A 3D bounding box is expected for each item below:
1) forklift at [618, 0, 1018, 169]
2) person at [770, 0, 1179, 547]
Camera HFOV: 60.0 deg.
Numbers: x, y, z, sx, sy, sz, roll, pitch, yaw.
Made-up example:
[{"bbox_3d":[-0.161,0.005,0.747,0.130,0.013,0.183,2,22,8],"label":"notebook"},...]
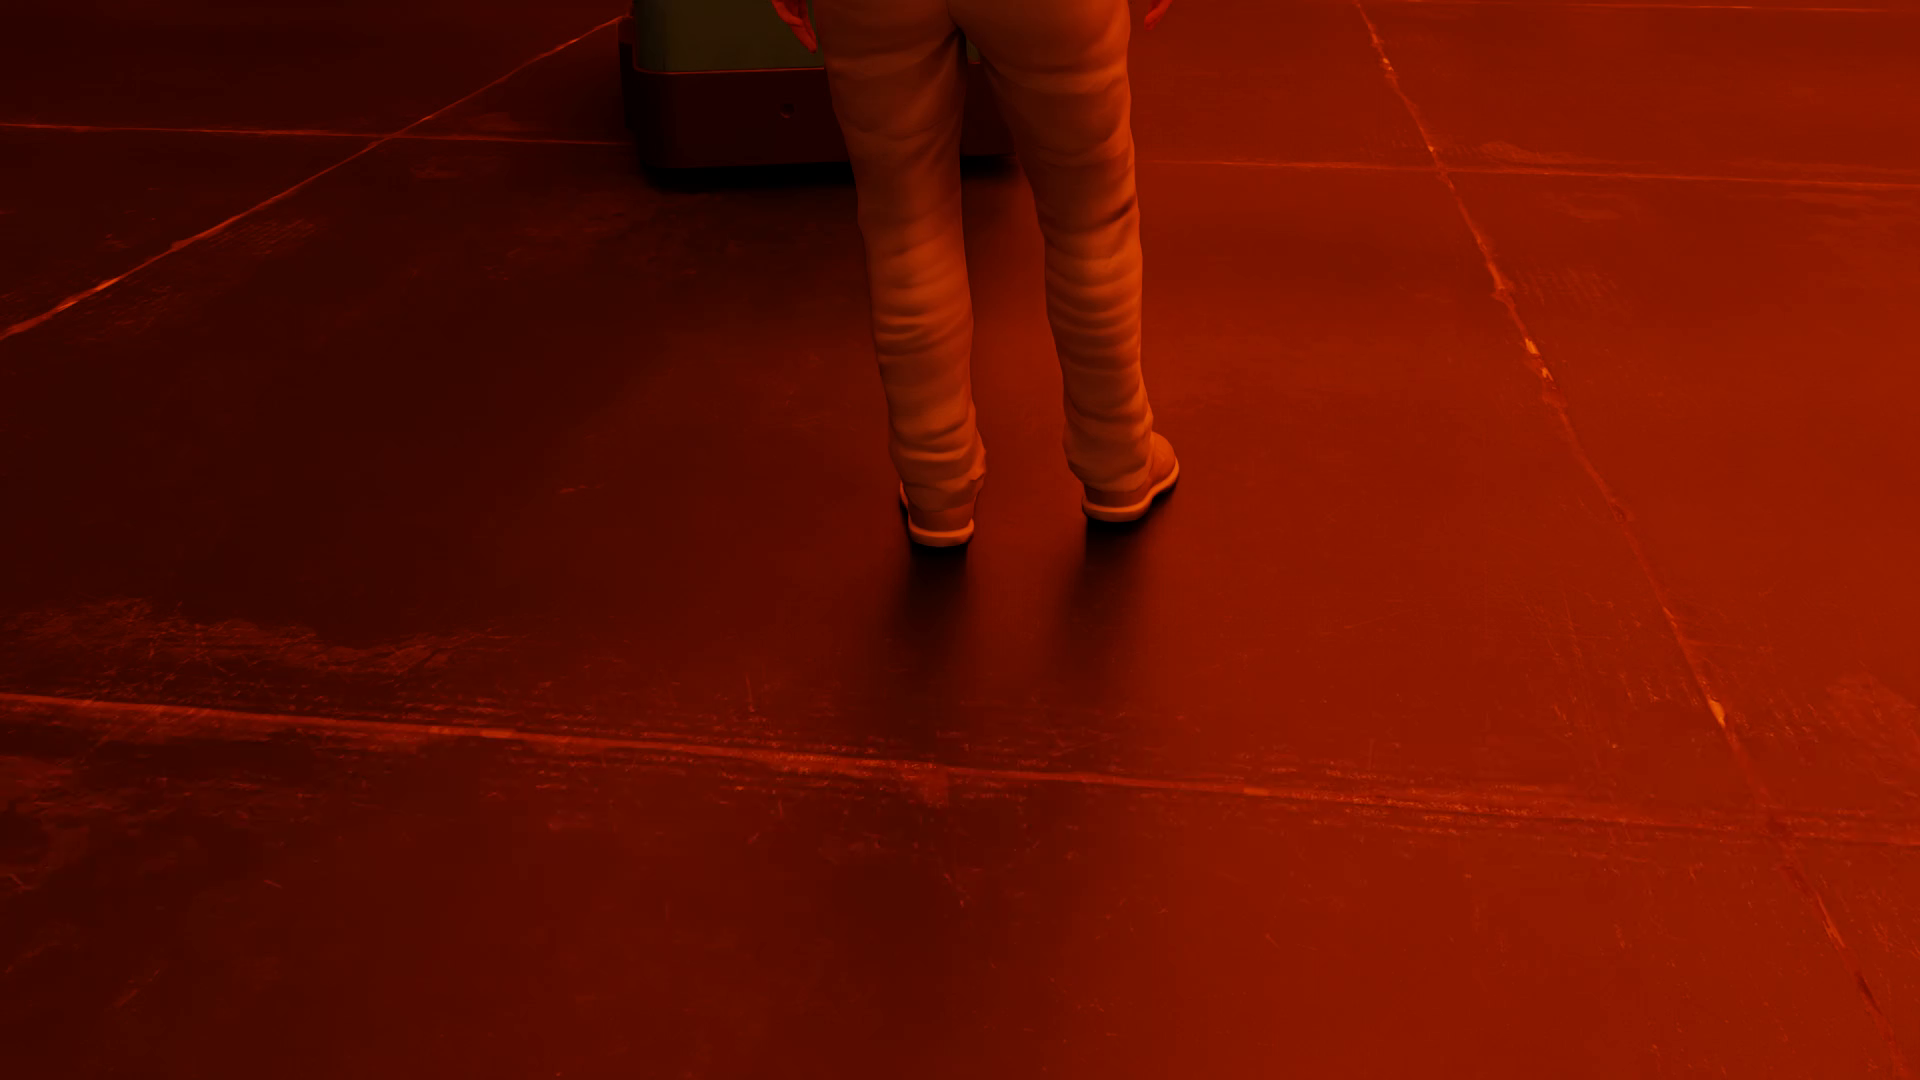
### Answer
[{"bbox_3d":[-0.559,-2.889,5.009,1.130,2.935,3.031,-5,27,-9],"label":"forklift"},{"bbox_3d":[0.033,-0.786,2.190,0.598,1.670,0.529,3,27,7],"label":"person"}]
